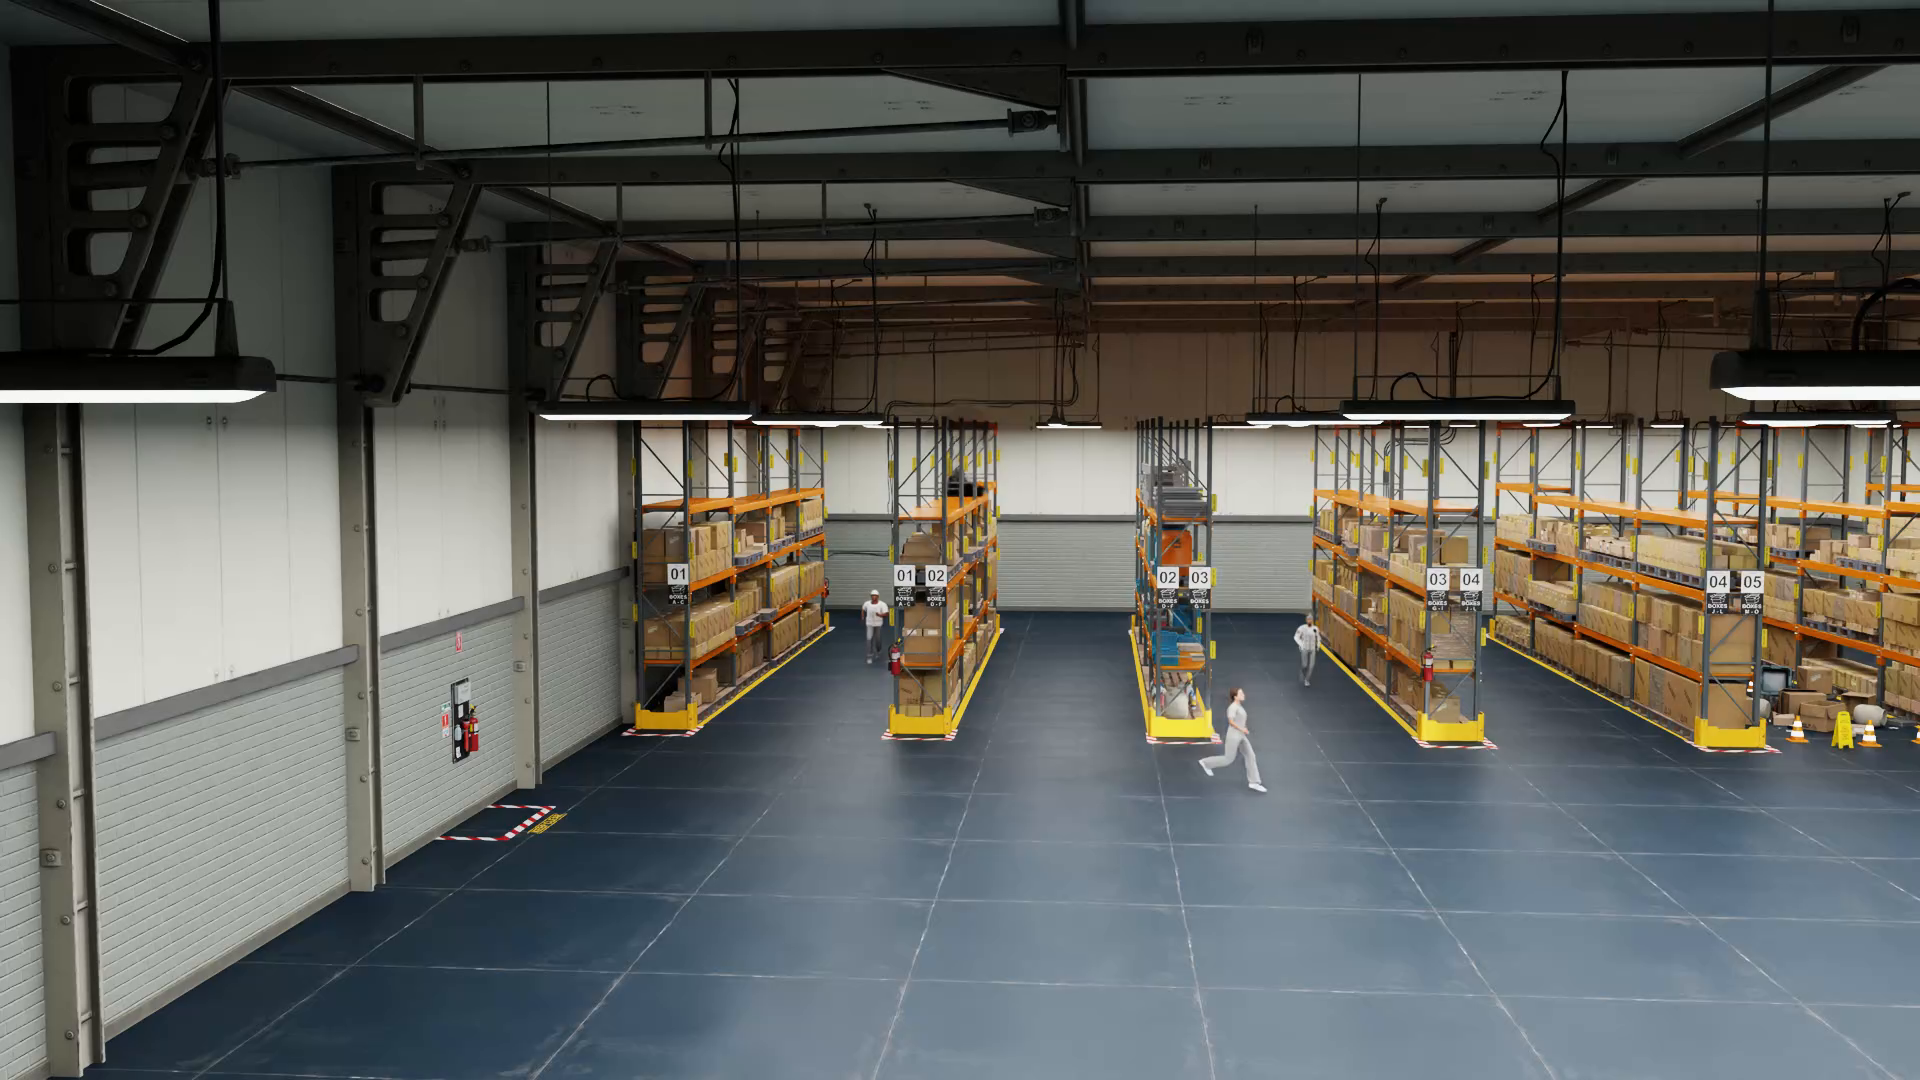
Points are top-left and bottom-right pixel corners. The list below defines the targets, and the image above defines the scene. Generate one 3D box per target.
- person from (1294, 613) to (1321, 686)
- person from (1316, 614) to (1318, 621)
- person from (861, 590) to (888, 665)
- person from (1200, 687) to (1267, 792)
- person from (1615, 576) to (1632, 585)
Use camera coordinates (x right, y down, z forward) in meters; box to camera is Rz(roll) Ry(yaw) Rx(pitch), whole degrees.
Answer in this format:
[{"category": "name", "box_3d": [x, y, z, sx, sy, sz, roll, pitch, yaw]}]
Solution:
[{"category": "person", "box_3d": [7.836, 2.455, 37.377, 0.595, 1.652, 0.539, 0, 4, -2]}, {"category": "person", "box_3d": [10.521, 1.718, 47.842, 0.812, 1.771, 0.681, 2, 4, 25]}, {"category": "person", "box_3d": [-2.117, 2.134, 41.168, 0.686, 1.806, 0.846, 0, 4, 2]}, {"category": "person", "box_3d": [4.383, 3.176, 26.619, 1.094, 1.662, 0.538, 2, 4, 29]}, {"category": "person", "box_3d": [18.842, 1.731, 47.334, 0.880, 1.824, 0.598, 0, 4, -3]}]
